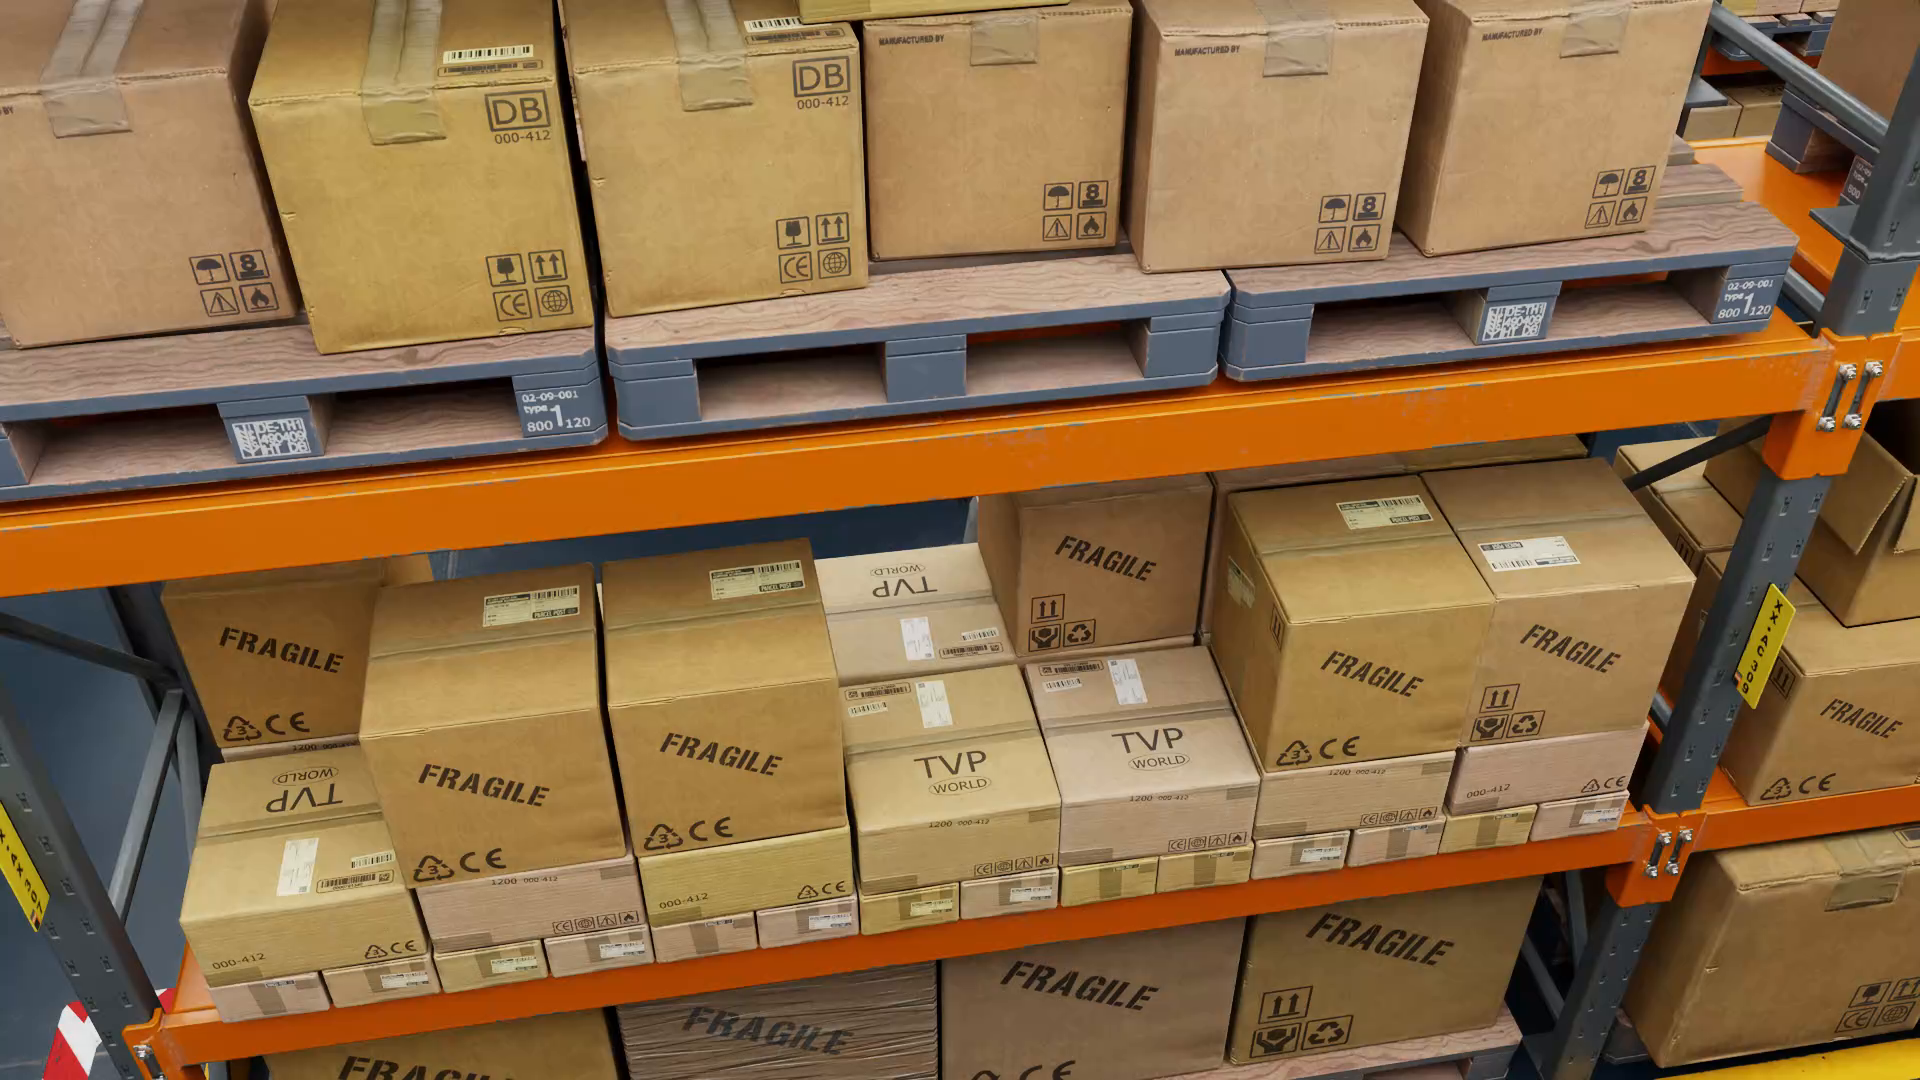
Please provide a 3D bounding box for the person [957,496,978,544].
[{"bbox_3d":[0.165,-0.100,6.246,0.578,1.765,0.666,-23,44,-26],"label":"person"}]
